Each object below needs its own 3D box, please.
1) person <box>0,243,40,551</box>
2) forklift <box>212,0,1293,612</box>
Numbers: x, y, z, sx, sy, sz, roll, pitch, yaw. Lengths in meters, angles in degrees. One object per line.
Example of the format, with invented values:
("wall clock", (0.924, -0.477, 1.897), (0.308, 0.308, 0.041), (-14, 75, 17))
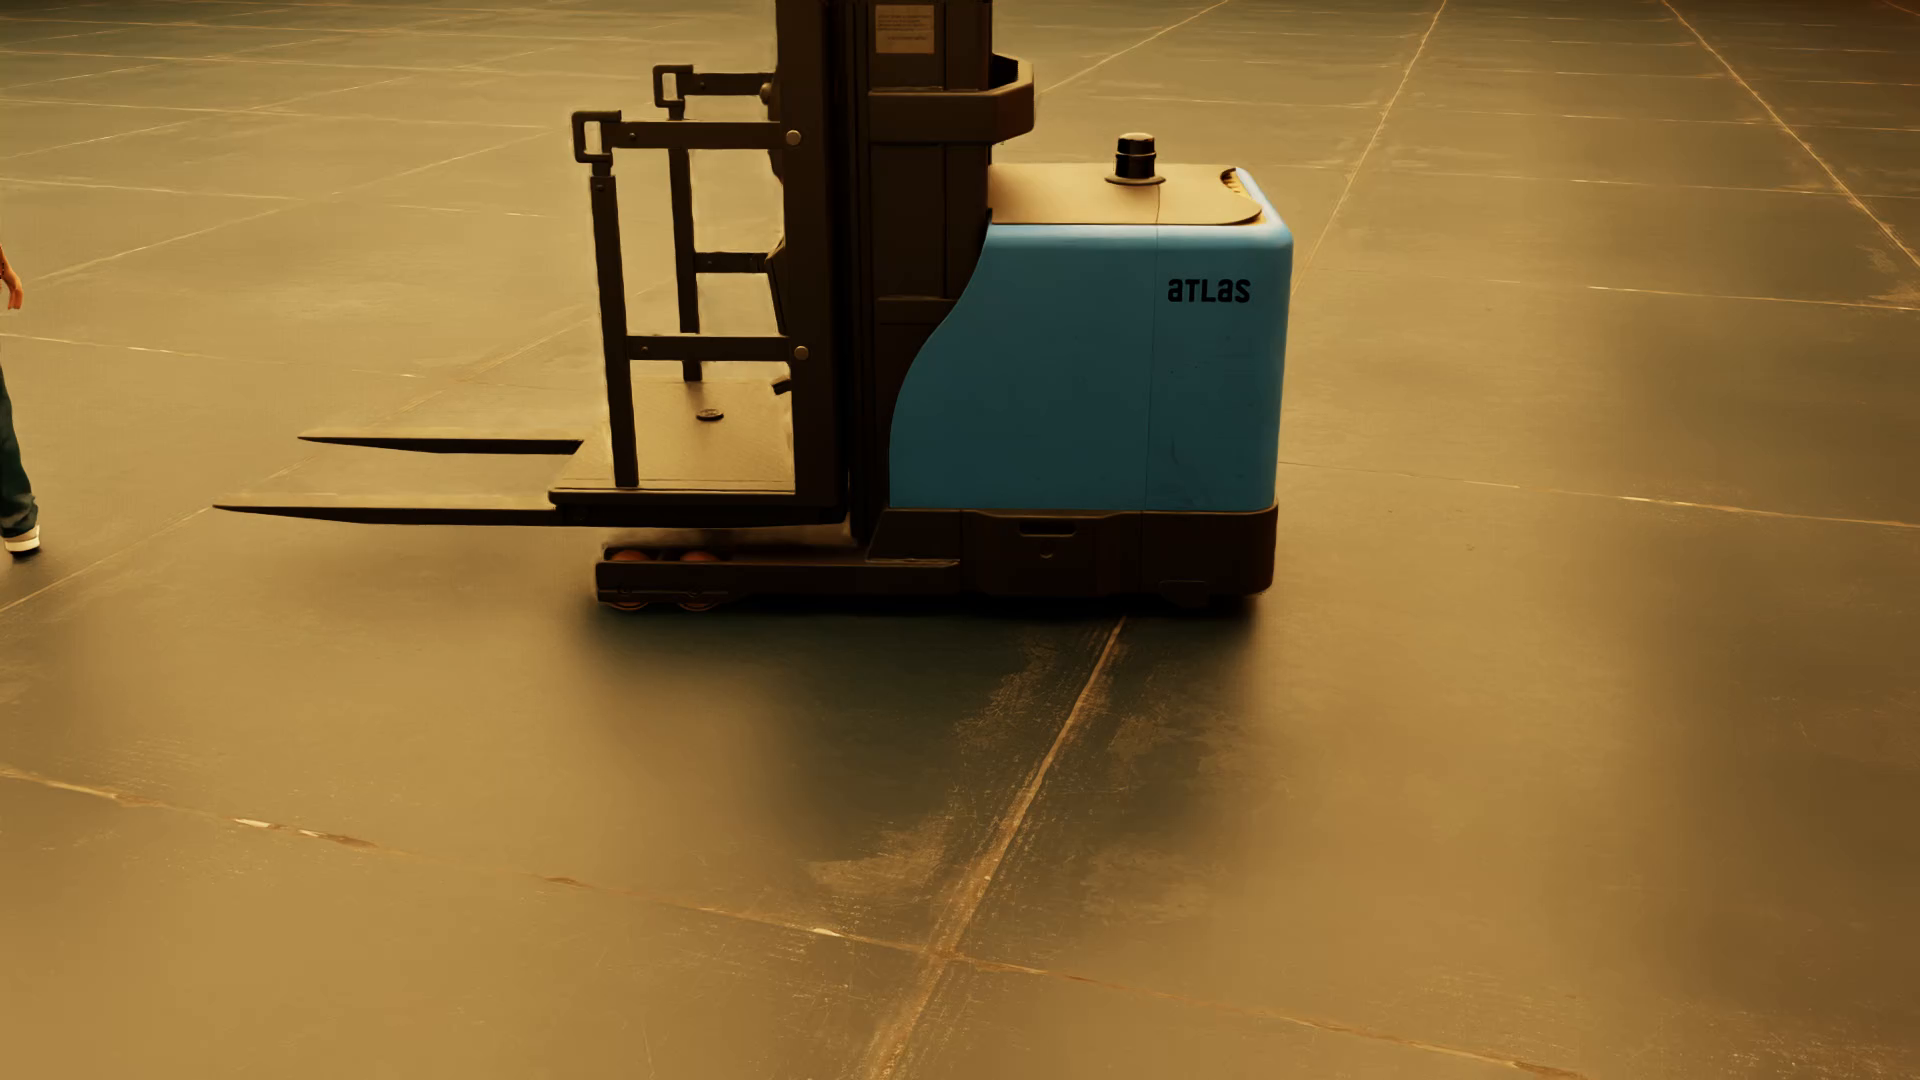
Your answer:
("person", (-2.982, -0.665, 4.673), (0.621, 1.580, 0.461), (-9, 24, -21))
("forklift", (-0.626, -1.355, 4.563), (3.031, 2.935, 1.130), (1, 22, 2))
